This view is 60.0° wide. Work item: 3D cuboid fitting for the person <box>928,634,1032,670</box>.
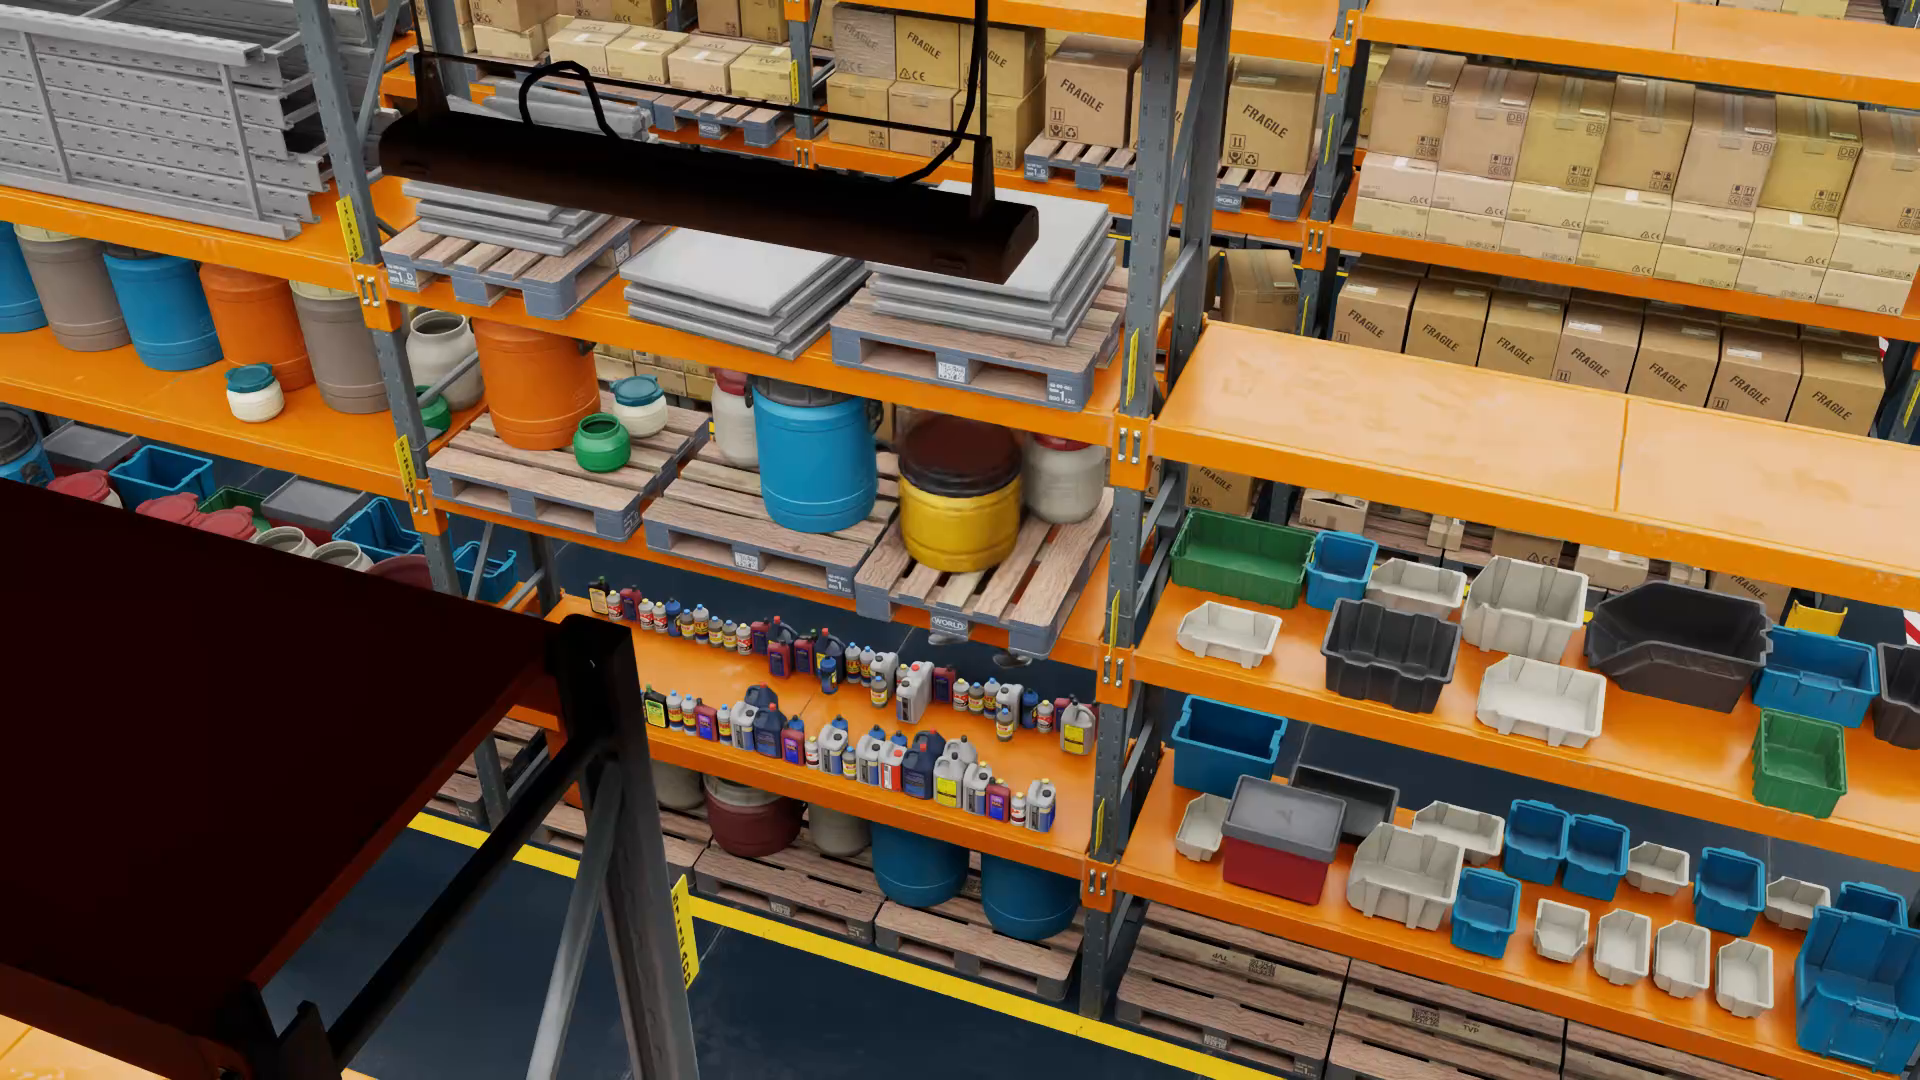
[{"bbox_3d":[0.135,0.212,11.378,0.761,1.546,0.519,4,37,5],"label":"person"}]
